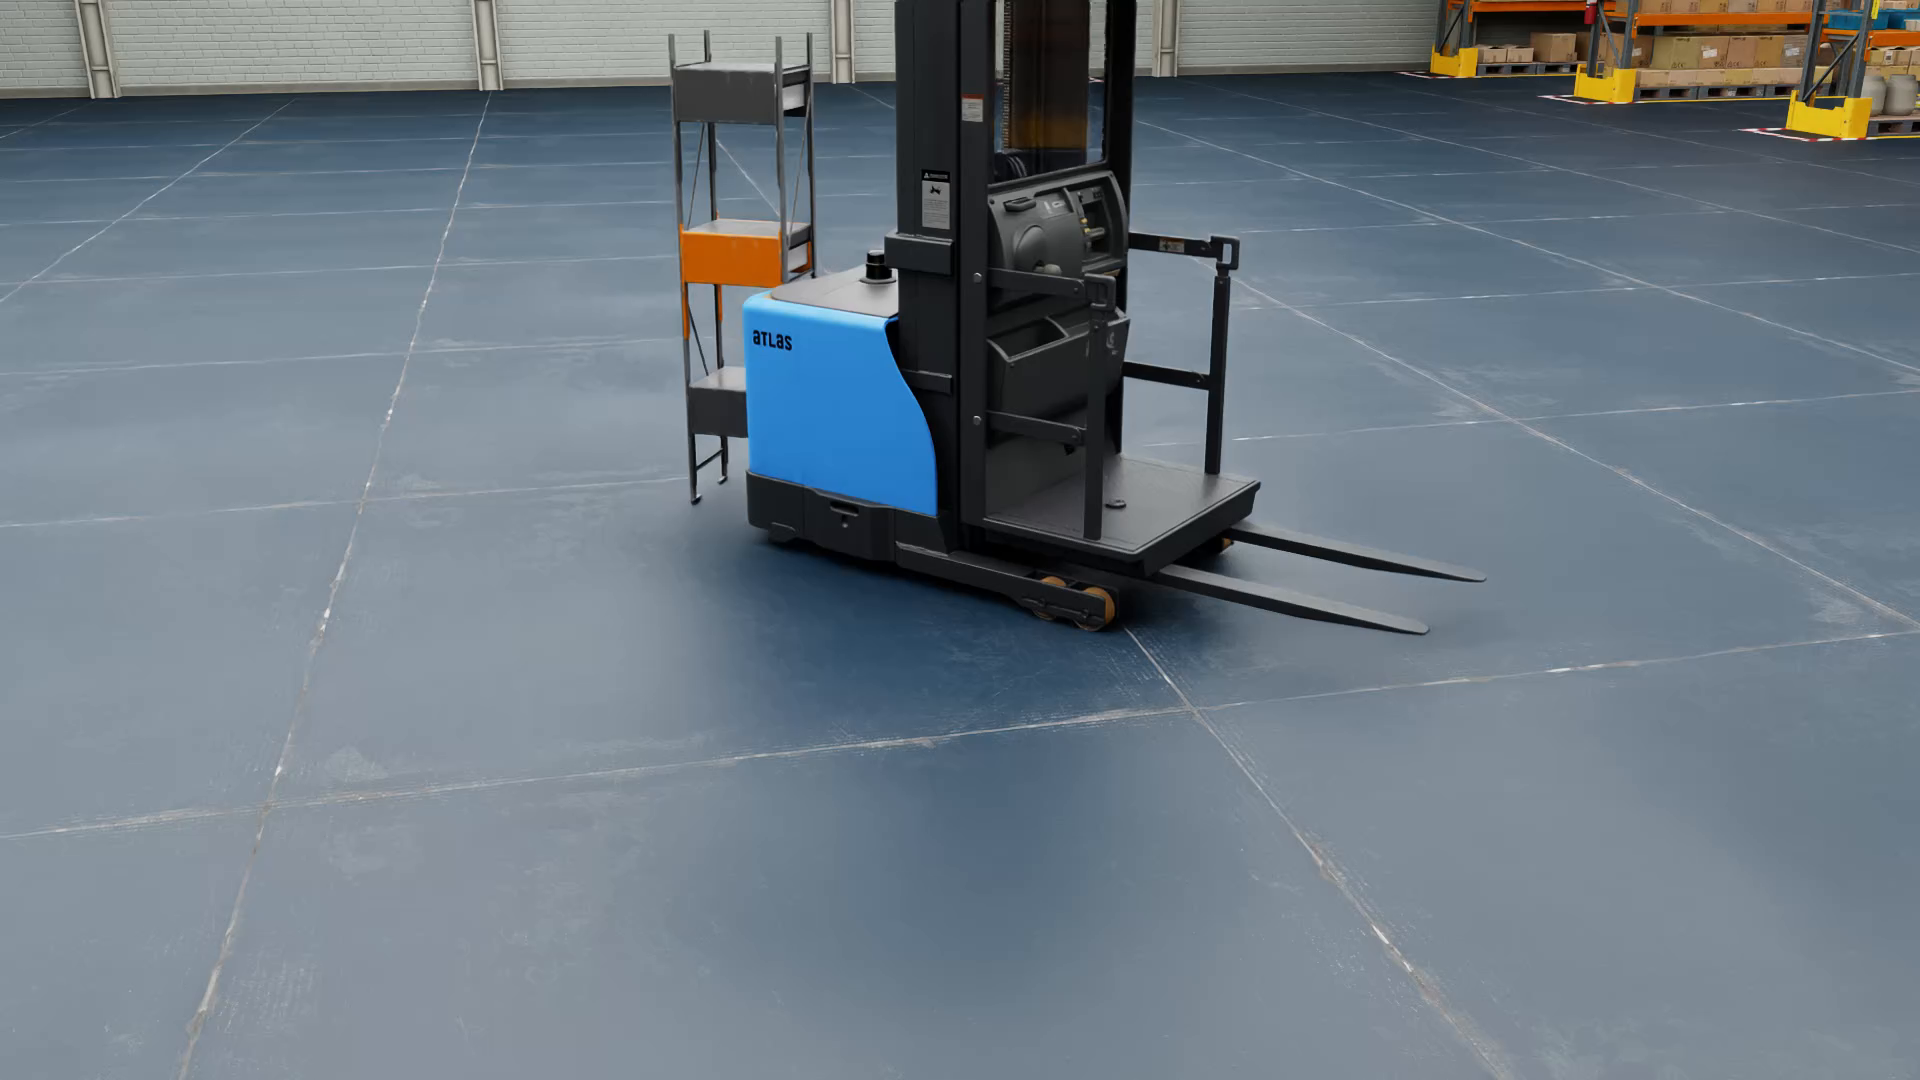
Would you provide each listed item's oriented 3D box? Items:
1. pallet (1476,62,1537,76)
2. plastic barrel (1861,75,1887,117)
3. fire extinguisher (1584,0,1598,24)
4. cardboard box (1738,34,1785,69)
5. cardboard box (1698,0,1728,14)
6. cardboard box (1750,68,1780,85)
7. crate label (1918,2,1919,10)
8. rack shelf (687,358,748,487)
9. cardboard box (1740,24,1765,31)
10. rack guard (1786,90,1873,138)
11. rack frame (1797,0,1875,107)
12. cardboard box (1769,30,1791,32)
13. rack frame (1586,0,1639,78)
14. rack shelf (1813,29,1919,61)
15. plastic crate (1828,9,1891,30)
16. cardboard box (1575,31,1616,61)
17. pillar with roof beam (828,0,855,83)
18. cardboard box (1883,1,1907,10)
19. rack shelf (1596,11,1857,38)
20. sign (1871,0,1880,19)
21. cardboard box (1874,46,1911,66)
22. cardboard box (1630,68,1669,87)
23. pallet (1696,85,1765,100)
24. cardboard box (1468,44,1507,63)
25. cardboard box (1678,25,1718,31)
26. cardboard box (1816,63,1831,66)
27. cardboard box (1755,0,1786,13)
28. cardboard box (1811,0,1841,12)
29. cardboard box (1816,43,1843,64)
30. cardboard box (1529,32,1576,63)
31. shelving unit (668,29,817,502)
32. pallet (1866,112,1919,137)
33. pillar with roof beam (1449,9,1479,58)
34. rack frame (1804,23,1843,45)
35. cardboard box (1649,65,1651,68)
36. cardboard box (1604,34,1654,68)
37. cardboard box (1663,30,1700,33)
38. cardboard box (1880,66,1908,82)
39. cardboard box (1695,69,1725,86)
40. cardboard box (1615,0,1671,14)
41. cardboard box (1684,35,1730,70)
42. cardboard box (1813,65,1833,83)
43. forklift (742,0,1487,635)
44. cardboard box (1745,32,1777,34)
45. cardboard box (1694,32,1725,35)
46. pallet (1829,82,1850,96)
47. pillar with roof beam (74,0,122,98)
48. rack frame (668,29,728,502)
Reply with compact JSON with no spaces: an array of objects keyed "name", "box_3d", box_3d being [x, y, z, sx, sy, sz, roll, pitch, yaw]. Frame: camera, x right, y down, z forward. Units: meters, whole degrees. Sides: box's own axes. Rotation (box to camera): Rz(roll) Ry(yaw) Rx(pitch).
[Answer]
[{"name":"pallet","box_3d":[9.995,-8.848,31.162,1.213,0.211,1.003,-5,21,-12]},{"name":"plastic barrel","box_3d":[12.025,-5.889,22.037,0.421,0.512,0.421,0,20,0]},{"name":"fire extinguisher","box_3d":[10.044,-8.551,26.409,0.183,0.674,0.296,-5,21,-12]},{"name":"cardboard box","box_3d":[12.783,-7.829,26.624,0.500,0.500,0.500,-5,21,-12]},{"name":"cardboard box","box_3d":[11.718,-8.601,26.289,0.500,0.500,0.700,-5,21,-12]},{"name":"cardboard box","box_3d":[12.786,-7.473,26.741,0.500,0.250,0.500,-5,21,-12]},{"name":"crate label","box_3d":[13.131,-7.035,22.108,0.616,0.435,0.502,-5,21,-12]},{"name":"rack shelf","box_3d":[-0.960,-0.533,7.782,0.480,0.518,0.431,6,21,15]},{"name":"cardboard box","box_3d":[15.151,-9.976,32.092,0.500,0.250,0.500,-5,21,-13]},{"name":"rack guard","box_3d":[11.465,-5.631,21.959,0.348,0.500,1.175,-5,21,-12]},{"name":"rack frame","box_3d":[11.402,-6.783,21.470,0.127,3.000,1.000,-5,21,-12]},{"name":"cardboard box","box_3d":[15.691,-9.689,32.397,0.500,0.500,0.700,-5,21,-13]},{"name":"rack frame","box_3d":[10.266,-8.441,25.997,0.127,3.000,1.000,-5,21,-12]},{"name":"rack shelf","box_3d":[13.349,-6.603,22.026,4.000,0.370,1.077,-5,21,-12]},{"name":"plastic crate","box_3d":[11.820,-6.853,21.877,0.616,0.251,0.499,-5,21,-12]},{"name":"cardboard box","box_3d":[12.014,-9.353,31.480,0.500,0.500,0.500,-6,21,-17]},{"name":"pillar with roof beam","box_3d":[-1.083,-10.870,23.906,0.400,9.000,9.100,-5,21,-12]},{"name":"cardboard box","box_3d":[15.068,-8.641,26.909,0.250,0.149,0.380,-5,21,-12]},{"name":"rack shelf","box_3d":[12.212,-8.262,26.553,4.000,0.370,1.077,-5,21,-12]},{"name":"sign","box_3d":[11.525,-6.728,20.918,0.005,0.325,0.100,-5,21,-12]},{"name":"cardboard box","box_3d":[15.107,-7.914,27.130,0.500,0.311,0.500,-5,21,-13]},{"name":"cardboard box","box_3d":[10.839,-7.315,26.310,0.500,0.250,0.500,-5,21,-12]},{"name":"pallet","box_3d":[12.186,-7.302,26.940,1.213,0.211,1.003,-5,21,-12]},{"name":"cardboard box","box_3d":[9.817,-9.068,30.977,0.500,0.311,0.500,-7,21,-19]},{"name":"cardboard box","box_3d":[14.155,-9.900,31.885,0.500,0.250,0.500,-5,21,-14]},{"name":"cardboard box","box_3d":[14.496,-7.794,27.616,0.500,0.250,0.500,-5,21,-13]},{"name":"cardboard box","box_3d":[12.727,-8.685,26.518,0.500,0.500,0.700,-4,21,-12]},{"name":"cardboard box","box_3d":[13.728,-8.767,26.742,0.500,0.500,0.700,-5,21,-14]},{"name":"cardboard box","box_3d":[14.487,-8.055,27.515,0.500,0.311,0.500,-5,21,-12]},{"name":"cardboard box","box_3d":[11.097,-9.243,31.180,0.500,0.500,0.700,-6,21,-16]},{"name":"shelving unit","box_3d":[-0.954,-1.205,7.540,0.503,2.100,0.431,6,21,15]},{"name":"pallet","box_3d":[12.257,-5.558,22.179,1.213,0.211,1.003,-5,21,-12]},{"name":"pillar with roof beam","box_3d":[10.595,-11.820,26.499,0.400,9.000,9.100,-5,21,-12]},{"name":"rack frame","box_3d":[16.908,-10.732,32.251,0.127,3.000,1.000,-5,21,-12]},{"name":"cardboard box","box_3d":[11.204,-7.532,26.902,0.500,0.250,0.500,-5,21,-12]},{"name":"cardboard box","box_3d":[10.719,-7.841,26.656,0.500,0.500,0.500,-5,21,-12]},{"name":"cardboard box","box_3d":[13.728,-9.512,31.915,0.500,0.500,0.700,-4,20,-11]},{"name":"cardboard box","box_3d":[15.106,-7.653,27.232,0.500,0.250,0.500,-4,21,-11]},{"name":"cardboard box","box_3d":[11.812,-7.395,26.529,0.500,0.250,0.500,-5,21,-12]},{"name":"cardboard box","box_3d":[10.723,-8.521,26.069,0.500,0.500,0.700,-5,21,-12]},{"name":"cardboard box","box_3d":[11.809,-7.751,26.411,0.500,0.500,0.500,-5,21,-12]},{"name":"cardboard box","box_3d":[13.758,-7.554,26.962,0.500,0.250,0.500,-5,21,-12]},{"name":"forklift","box_3d":[0.566,-1.234,6.421,3.031,2.935,1.130,14,24,33]},{"name":"cardboard box","box_3d":[13.151,-8.042,27.203,0.500,0.500,0.500,-5,21,-12]},{"name":"cardboard box","box_3d":[12.176,-7.964,26.993,0.500,0.500,0.500,-5,21,-12]},{"name":"pallet","box_3d":[14.867,-7.520,27.536,1.213,0.211,1.003,-5,21,-12]},{"name":"pillar with roof beam","box_3d":[-12.761,-9.920,21.313,0.400,9.000,9.100,-5,21,-12]},{"name":"rack frame","box_3d":[-1.189,-1.229,7.602,0.015,2.100,0.400,6,21,15]}]
